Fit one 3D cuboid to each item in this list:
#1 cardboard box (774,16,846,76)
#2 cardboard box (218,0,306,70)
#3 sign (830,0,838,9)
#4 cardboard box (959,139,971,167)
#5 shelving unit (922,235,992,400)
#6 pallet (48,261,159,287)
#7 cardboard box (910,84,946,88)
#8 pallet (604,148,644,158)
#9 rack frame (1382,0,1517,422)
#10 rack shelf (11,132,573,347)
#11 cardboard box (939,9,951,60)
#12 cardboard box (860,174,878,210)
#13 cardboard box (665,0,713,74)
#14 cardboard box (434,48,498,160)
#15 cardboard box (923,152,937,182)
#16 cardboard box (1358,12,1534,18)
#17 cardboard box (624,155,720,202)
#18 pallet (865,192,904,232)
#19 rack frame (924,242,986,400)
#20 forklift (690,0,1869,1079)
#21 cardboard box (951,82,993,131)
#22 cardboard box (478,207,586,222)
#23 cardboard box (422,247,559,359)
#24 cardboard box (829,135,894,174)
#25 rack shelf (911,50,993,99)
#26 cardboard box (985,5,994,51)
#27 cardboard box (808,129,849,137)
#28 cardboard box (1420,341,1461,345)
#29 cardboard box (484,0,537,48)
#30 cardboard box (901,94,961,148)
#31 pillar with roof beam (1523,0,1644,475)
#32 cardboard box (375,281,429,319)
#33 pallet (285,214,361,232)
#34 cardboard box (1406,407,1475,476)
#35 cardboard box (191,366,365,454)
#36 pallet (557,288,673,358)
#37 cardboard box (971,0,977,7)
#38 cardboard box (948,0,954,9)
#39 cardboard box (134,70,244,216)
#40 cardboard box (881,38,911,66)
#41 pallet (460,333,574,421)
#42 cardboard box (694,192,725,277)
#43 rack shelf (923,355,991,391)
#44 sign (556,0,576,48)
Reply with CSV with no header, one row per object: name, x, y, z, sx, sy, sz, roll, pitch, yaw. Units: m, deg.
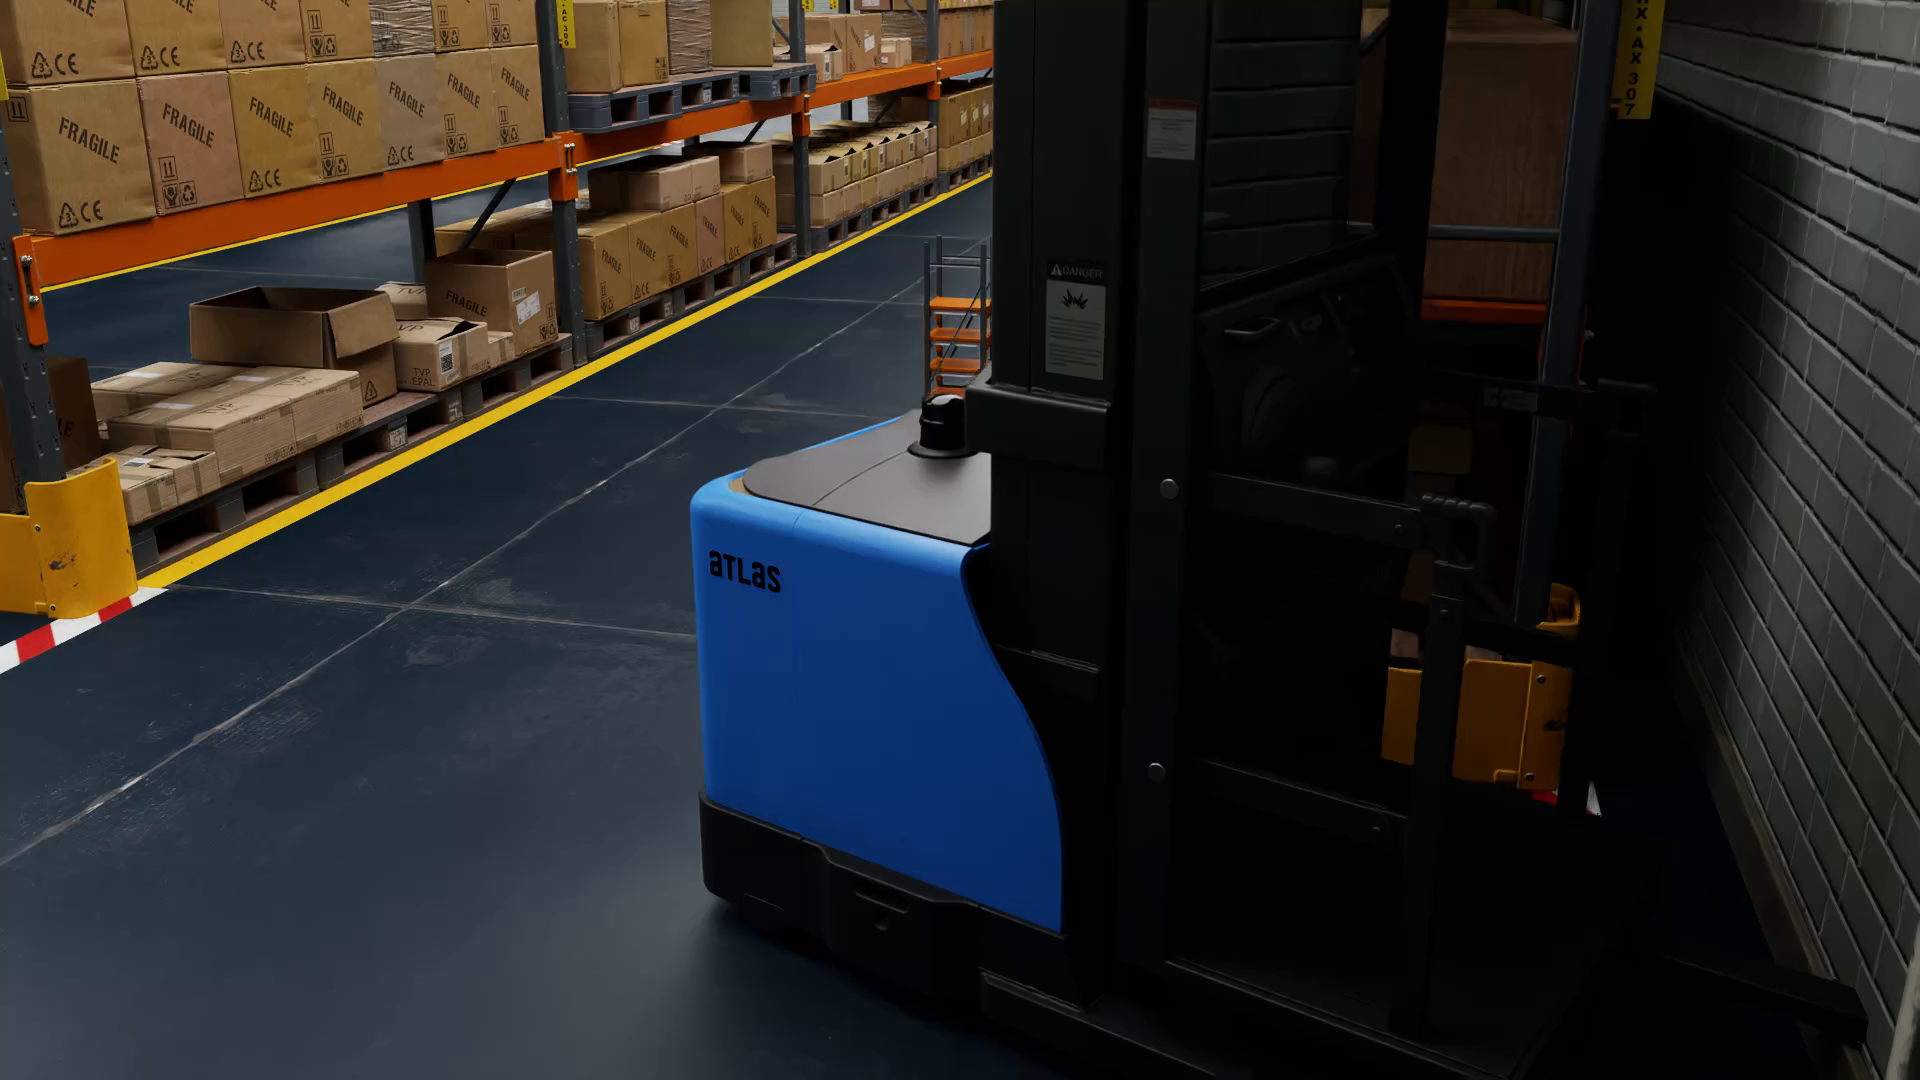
cardboard box,-1.297,-4.292,14.459,0.500,0.500,0.500,4,19,10
cardboard box,-3.034,-2.170,6.699,0.500,0.500,0.500,5,19,14
sign,-1.252,-5.462,16.577,0.100,0.325,0.005,5,19,13
cardboard box,-0.179,-4.147,17.792,0.500,0.250,0.500,5,19,13
shelving unit,0.004,-0.572,6.507,0.258,1.200,0.189,5,19,13
pallet,-6.945,-2.159,12.682,1.003,0.211,1.213,5,19,13
cardboard box,-0.452,-4.857,18.712,0.500,0.500,0.500,5,19,13
pallet,-4.715,-5.016,21.048,1.003,0.211,1.213,5,19,13
rack frame,2.136,-2.074,8.120,1.000,3.000,0.127,5,19,13
rack shelf,-3.157,-1.497,7.542,1.077,0.370,4.000,5,19,13
cardboard box,-0.489,-5.324,17.481,0.700,0.500,0.500,4,19,13
cardboard box,-1.035,-3.077,14.661,0.500,0.250,0.500,4,19,12
cardboard box,-2.144,-3.486,11.449,0.700,0.500,0.500,9,21,24
cardboard box,-2.666,-2.173,8.254,0.500,0.500,0.500,5,20,15
cardboard box,-0.534,-3.716,16.532,0.500,0.250,0.500,4,19,13
cardboard box,1.804,-1.819,6.908,0.980,0.700,0.700,4,19,12
cardboard box,-1.947,-2.447,11.239,0.500,0.250,0.500,4,19,12
pallet,-1.152,-3.035,15.245,1.003,0.211,1.213,5,19,13
rack frame,-0.019,-0.544,6.423,0.240,1.200,0.006,5,19,13
forklift,0.871,-0.341,3.152,3.031,2.935,1.130,13,23,33
cardboard box,0.191,-4.972,19.047,0.500,0.500,0.500,5,19,13
cardboard box,-2.696,-1.821,10.565,0.500,0.500,0.500,5,19,14
cardboard box,-2.532,-1.289,9.006,0.500,0.500,0.500,5,19,13
cardboard box,-0.906,-3.508,15.054,0.500,0.311,0.500,4,19,13
rack shelf,-0.225,-5.258,18.554,1.077,0.370,4.000,5,19,13
cardboard box,0.014,-5.962,19.349,0.700,0.500,0.500,5,20,15
cardboard box,-1.309,-3.706,15.633,0.500,0.311,0.500,4,19,12
cardboard box,1.705,-0.713,6.349,0.380,0.149,0.250,5,19,14
cardboard box,-2.541,-2.806,8.560,0.500,0.500,0.500,5,19,14
cardboard box,-0.297,-4.345,17.211,0.500,0.500,0.500,5,19,13
pillar with roof beam,-1.370,-4.965,7.303,9.100,9.000,0.400,5,19,13
cardboard box,-2.980,-1.286,9.290,0.500,0.311,0.500,5,19,13
pallet,-6.266,-3.030,15.233,1.003,0.211,1.213,5,19,13
cardboard box,1.397,-0.316,5.185,0.380,0.149,0.250,5,19,14
cardboard box,-2.993,-0.579,7.315,0.500,0.250,0.500,5,19,13
pallet,-2.506,-1.402,10.467,1.003,0.211,1.213,5,19,13
cardboard box,-0.022,-5.959,18.334,0.380,0.149,0.250,4,19,13
cardboard box,-0.275,-5.637,17.392,0.380,0.149,0.250,4,19,13
cardboard box,-3.160,-1.538,6.396,0.500,0.500,0.500,4,19,13
cardboard box,-0.791,-4.743,16.165,0.500,0.250,0.500,6,20,17
pallet,-2.837,-0.929,9.082,1.003,0.211,1.213,5,19,13
cardboard box,-1.941,-2.104,11.395,0.500,0.500,0.500,4,19,11
rack shelf,0.004,-0.644,6.483,0.258,0.103,0.180,5,19,13
sign,-2.140,-2.833,9.003,0.100,0.325,0.005,5,19,13
